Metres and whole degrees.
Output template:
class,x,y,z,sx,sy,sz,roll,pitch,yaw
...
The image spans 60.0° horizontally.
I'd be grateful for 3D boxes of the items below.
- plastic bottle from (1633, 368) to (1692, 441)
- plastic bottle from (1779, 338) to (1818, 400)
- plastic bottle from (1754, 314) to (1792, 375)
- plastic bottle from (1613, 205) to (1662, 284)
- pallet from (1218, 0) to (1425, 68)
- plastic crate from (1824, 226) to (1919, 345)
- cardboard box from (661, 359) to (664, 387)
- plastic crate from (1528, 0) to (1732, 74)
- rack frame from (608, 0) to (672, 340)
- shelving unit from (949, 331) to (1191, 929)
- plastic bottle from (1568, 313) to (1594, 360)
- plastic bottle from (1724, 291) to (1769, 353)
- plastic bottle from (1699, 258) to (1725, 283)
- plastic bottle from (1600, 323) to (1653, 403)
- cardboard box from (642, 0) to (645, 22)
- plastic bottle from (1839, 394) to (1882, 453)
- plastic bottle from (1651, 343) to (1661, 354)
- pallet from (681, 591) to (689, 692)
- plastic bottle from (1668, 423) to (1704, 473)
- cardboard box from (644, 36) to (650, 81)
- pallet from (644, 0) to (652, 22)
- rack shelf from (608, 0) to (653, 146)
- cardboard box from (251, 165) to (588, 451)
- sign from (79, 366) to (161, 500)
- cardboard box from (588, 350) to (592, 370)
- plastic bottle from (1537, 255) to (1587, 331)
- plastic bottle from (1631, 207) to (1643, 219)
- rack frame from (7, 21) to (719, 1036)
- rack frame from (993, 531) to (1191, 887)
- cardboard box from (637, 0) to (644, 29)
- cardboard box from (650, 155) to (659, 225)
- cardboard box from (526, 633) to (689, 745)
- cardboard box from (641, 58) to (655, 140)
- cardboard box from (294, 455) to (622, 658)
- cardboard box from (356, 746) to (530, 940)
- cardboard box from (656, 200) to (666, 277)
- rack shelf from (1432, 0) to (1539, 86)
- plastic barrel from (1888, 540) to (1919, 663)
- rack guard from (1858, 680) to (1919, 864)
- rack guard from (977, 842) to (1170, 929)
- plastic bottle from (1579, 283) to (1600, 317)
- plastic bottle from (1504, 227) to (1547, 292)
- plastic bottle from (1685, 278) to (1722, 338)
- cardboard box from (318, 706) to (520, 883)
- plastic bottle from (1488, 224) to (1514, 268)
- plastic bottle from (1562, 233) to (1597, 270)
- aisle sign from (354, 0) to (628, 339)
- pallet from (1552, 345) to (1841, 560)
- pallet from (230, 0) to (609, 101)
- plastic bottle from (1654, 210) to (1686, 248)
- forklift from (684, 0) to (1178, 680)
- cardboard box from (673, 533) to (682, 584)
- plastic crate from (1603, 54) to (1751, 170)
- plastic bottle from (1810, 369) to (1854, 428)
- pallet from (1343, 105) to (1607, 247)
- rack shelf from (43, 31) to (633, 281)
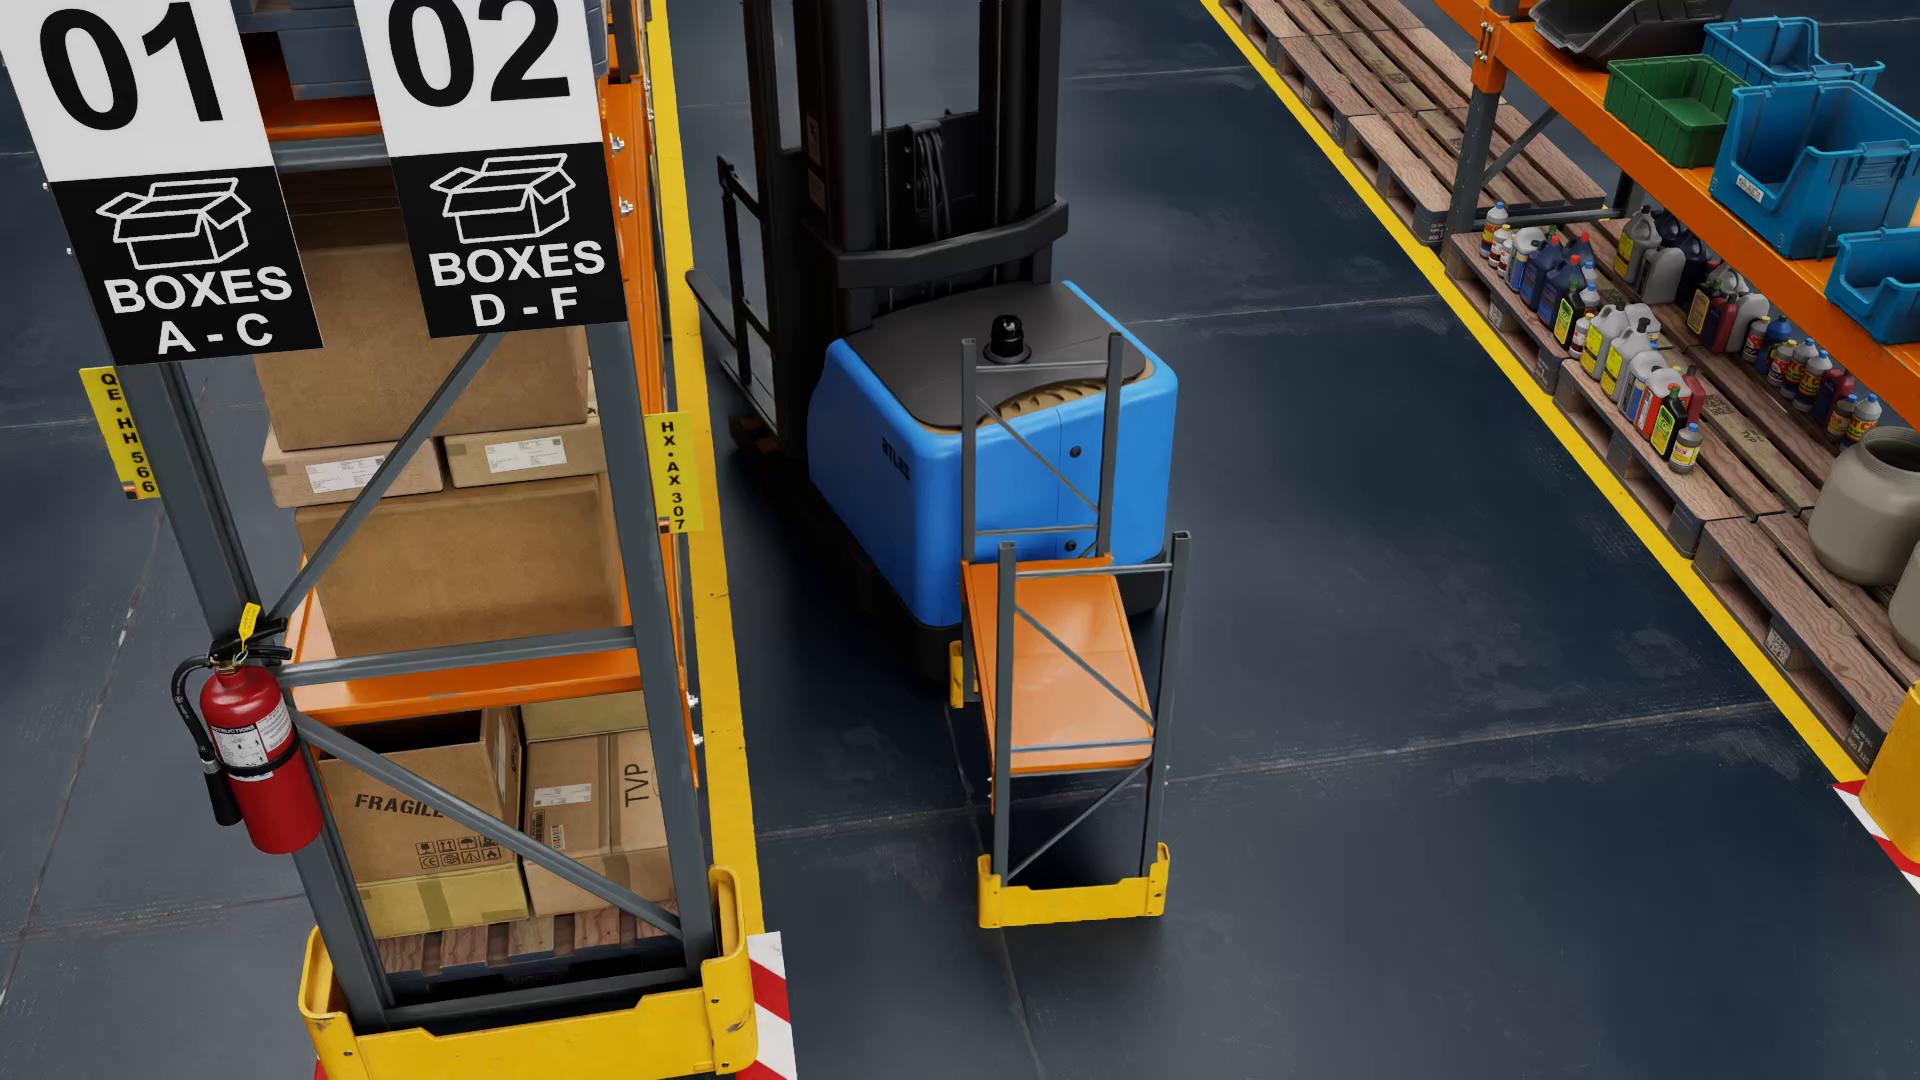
class,x,y,z,sx,sy,sz,roll,pitch,yaw
plastic bottle,2.920,-0.565,6.893,0.152,0.276,0.135,-6,38,-8
plastic bottle,3.602,-0.741,7.125,0.097,0.271,0.097,0,38,0
plastic bottle,3.566,-0.864,7.282,0.097,0.271,0.097,0,38,0
plastic bottle,3.244,-1.419,7.932,0.144,0.351,0.185,-6,38,-8
pallet,2.386,-3.508,11.093,1.003,0.211,1.213,-6,38,-8
plastic crate,3.200,-0.853,5.525,0.499,0.251,0.408,-6,38,-8
cardboard box,-1.513,-0.655,7.047,0.500,0.250,0.500,-6,38,-8
plastic crate,2.956,-2.311,7.330,0.767,0.338,0.504,-6,38,-8
rack frame,-1.888,-2.135,7.053,1.000,3.000,0.127,-6,38,-8
shelving unit,0.302,0.276,5.173,0.587,1.500,1.083,-3,38,-4
plastic bottle,2.782,-0.914,7.404,0.097,0.201,0.097,0,38,0
plastic bottle,3.501,-0.996,7.448,0.152,0.276,0.135,-6,38,-7
plastic bottle,3.489,-1.198,7.703,0.061,0.283,0.133,-4,38,-5
plastic bottle,2.863,-0.777,7.106,0.144,0.351,0.185,-5,38,-6
cardboard box,-2.257,-3.339,10.502,0.500,0.250,0.500,-5,38,-7
plastic bottle,3.680,-0.474,6.780,0.097,0.271,0.097,0,38,0
plastic bottle,2.974,-0.758,7.203,0.097,0.201,0.097,0,38,0
pallet,-1.572,0.190,6.333,1.003,0.211,1.213,-6,38,-8
plastic bottle,2.937,-0.380,6.716,0.097,0.201,0.097,0,38,0
cardboard box,-2.078,-2.724,9.710,0.500,0.250,0.500,-5,38,-7
pallet,-2.683,-3.904,11.604,1.003,0.211,1.213,-6,38,-8
rack shelf,-2.239,-3.058,8.828,1.077,0.370,4.000,-6,38,-8
cardboard box,-1.265,-0.586,3.920,0.700,0.500,0.500,-6,38,-8
sign,-1.723,-0.219,3.451,0.100,0.325,0.005,-6,38,-8
cardboard box,-1.092,-0.434,4.253,0.380,0.149,0.250,-7,38,-9
plastic bottle,2.755,-1.147,7.581,0.144,0.351,0.185,-8,39,-10
plastic bottle,3.360,-1.548,8.220,0.097,0.201,0.097,0,38,0
rack frame,-1.187,0.281,3.943,1.000,3.000,0.127,-6,38,-8
rack frame,0.350,0.592,4.766,0.500,1.500,0.032,-3,38,-4
cardboard box,-2.072,-2.944,9.536,0.500,0.311,0.500,-6,38,-8
cardboard box,-1.715,-1.712,7.951,0.500,0.311,0.500,-6,38,-8
cardboard box,-1.153,0.552,5.493,0.500,0.250,0.500,-6,38,-8
cardboard box,-1.890,-2.328,8.743,0.500,0.311,0.500,-7,38,-9
cardboard box,-1.256,-0.041,4.277,0.700,0.500,0.500,-6,38,-8
cardboard box,-1.572,0.909,5.034,0.500,0.250,0.500,-6,38,-8
cardboard box,-1.715,-1.485,8.115,0.500,0.250,0.500,-7,38,-9
rack shelf,2.639,-3.589,9.511,1.077,0.370,4.000,-6,38,-8
plastic barrel,3.500,0.178,5.761,0.421,0.512,0.421,0,38,0
rack guard,3.631,0.697,5.445,1.175,0.500,0.348,-6,38,-8
rack guard,0.348,1.074,5.164,0.587,0.250,0.087,-3,38,-4
plastic bottle,2.818,-1.030,7.497,0.097,0.271,0.097,0,38,0
plastic bottle,2.697,-1.331,7.880,0.152,0.276,0.135,-5,38,-6
plastic bottle,3.380,-1.071,7.539,0.061,0.283,0.133,-6,38,-8
cardboard box,-1.574,0.613,4.803,0.500,0.500,0.500,-6,38,-8
plastic bottle,2.631,-1.433,8.072,0.097,0.201,0.097,0,38,0
plastic bottle,2.864,-1.276,7.748,0.144,0.351,0.185,-6,38,-8
aisle sign,-0.874,-0.738,3.137,0.394,0.787,0.004,-6,38,-8
pallet,3.283,-0.415,7.113,1.003,0.211,1.213,-6,38,-8
pallet,-1.285,-1.298,3.603,1.003,0.211,1.213,-6,38,-8
plastic bottle,3.386,-1.435,7.952,0.144,0.351,0.185,-7,38,-9
forklift,-0.346,-1.548,6.353,1.130,2.935,3.031,-17,41,-21
cardboard box,-1.323,-0.053,6.272,0.500,0.250,0.500,-6,38,-8
plastic crate,2.949,-1.731,6.706,0.450,0.188,0.662,-6,38,-8
plastic bottle,3.658,-0.617,6.955,0.061,0.283,0.133,-6,38,-7
pallet,2.813,-2.034,9.196,1.003,0.211,1.213,-6,38,-8
rack shelf,-1.537,-1.827,4.798,1.077,0.370,4.000,-6,38,-8
